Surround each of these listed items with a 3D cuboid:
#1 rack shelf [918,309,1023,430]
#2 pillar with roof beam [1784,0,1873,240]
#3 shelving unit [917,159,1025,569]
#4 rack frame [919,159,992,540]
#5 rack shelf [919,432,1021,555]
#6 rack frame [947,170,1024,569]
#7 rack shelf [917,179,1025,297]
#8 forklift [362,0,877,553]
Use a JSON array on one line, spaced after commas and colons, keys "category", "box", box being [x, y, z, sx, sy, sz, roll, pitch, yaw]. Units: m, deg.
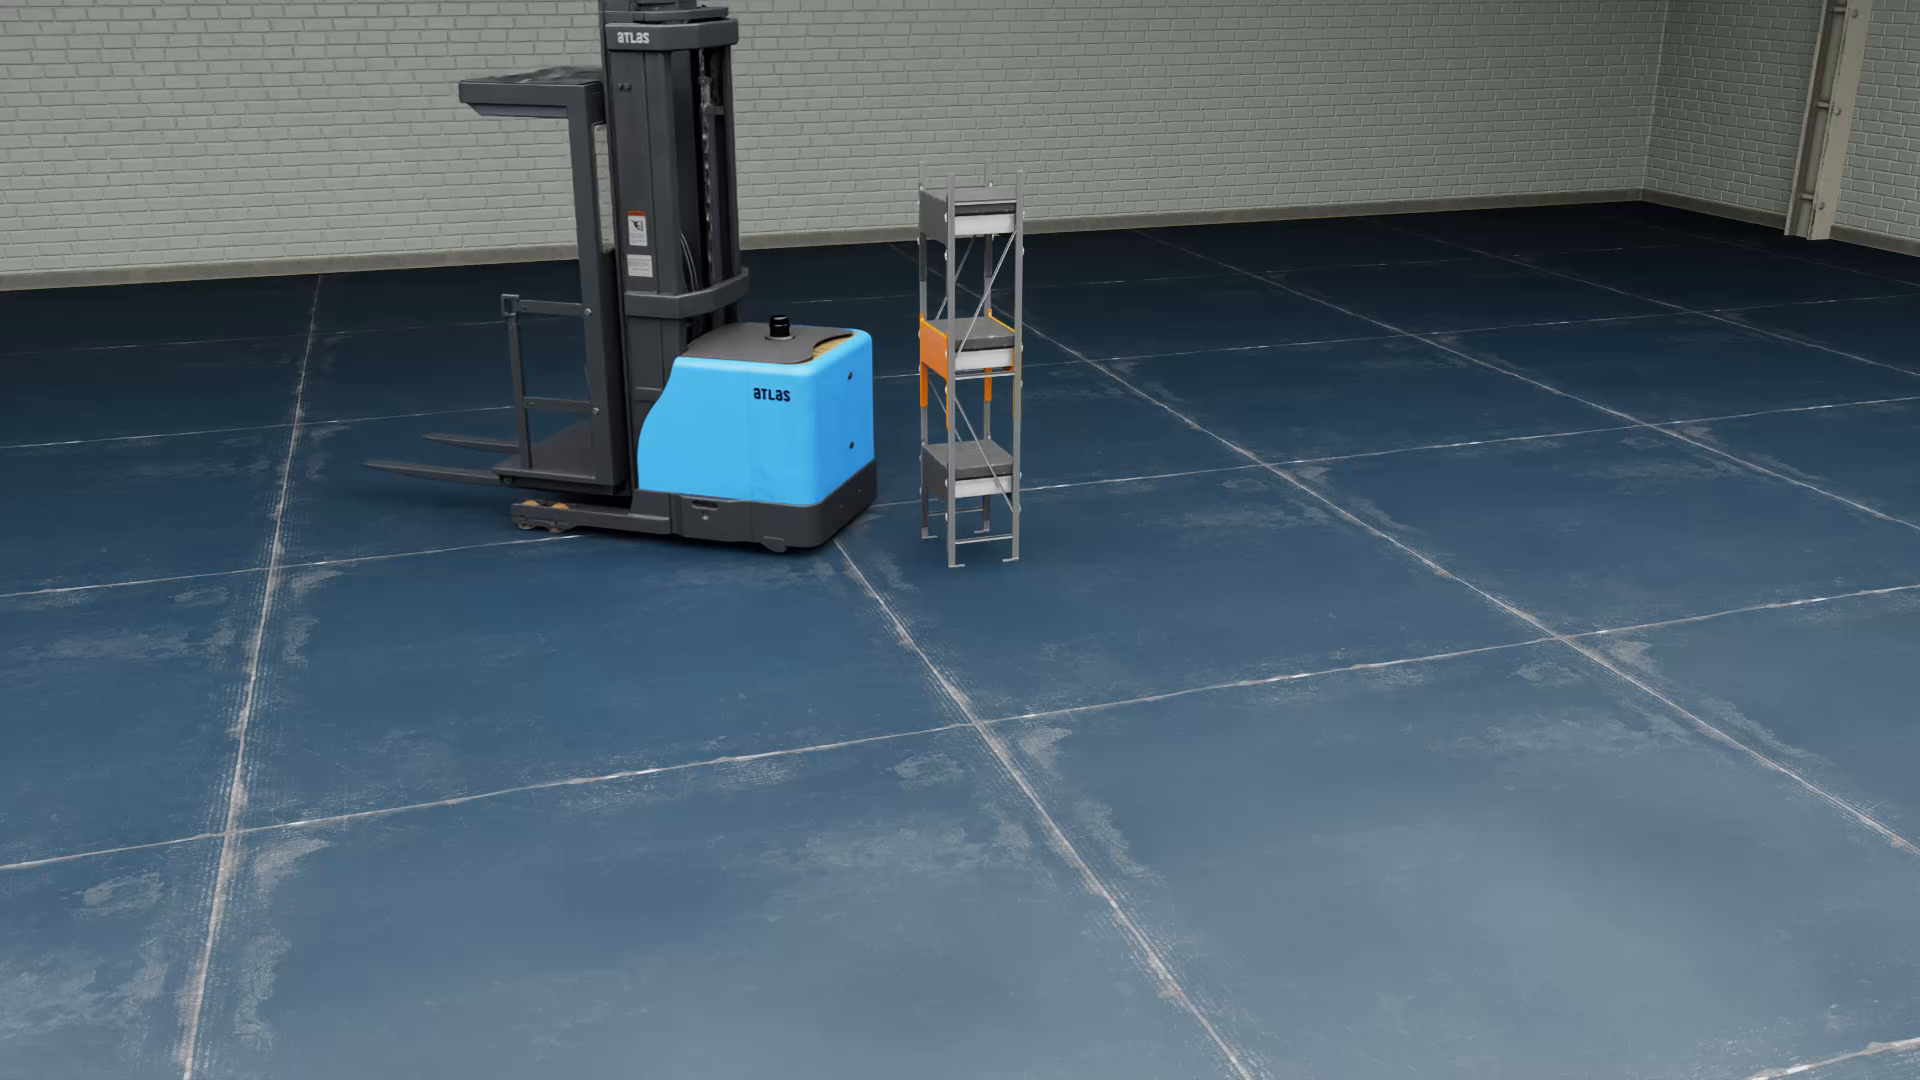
[{"category": "rack shelf", "box": [0.052, -0.922, 8.918, 0.431, 0.518, 0.480, -6, 21, -17]}, {"category": "pillar with roof beam", "box": [5.666, -7.271, 16.348, 9.100, 9.000, 0.400, -6, 21, -17]}, {"category": "shelving unit", "box": [0.052, -0.935, 8.914, 0.431, 2.100, 0.503, -6, 21, -17]}, {"category": "rack frame", "box": [-0.025, -1.013, 9.132, 0.400, 2.100, 0.015, -6, 21, -17]}, {"category": "rack shelf", "box": [0.052, -0.263, 9.155, 0.431, 0.518, 0.480, -6, 21, -17]}, {"category": "rack frame", "box": [0.129, -0.857, 8.696, 0.400, 2.100, 0.015, -6, 21, -17]}, {"category": "rack shelf", "box": [0.052, -1.581, 8.682, 0.431, 0.518, 0.480, -6, 21, -17]}, {"category": "forklift", "box": [-2.071, -1.582, 9.485, 3.031, 2.935, 1.130, 6, 21, 16]}]
